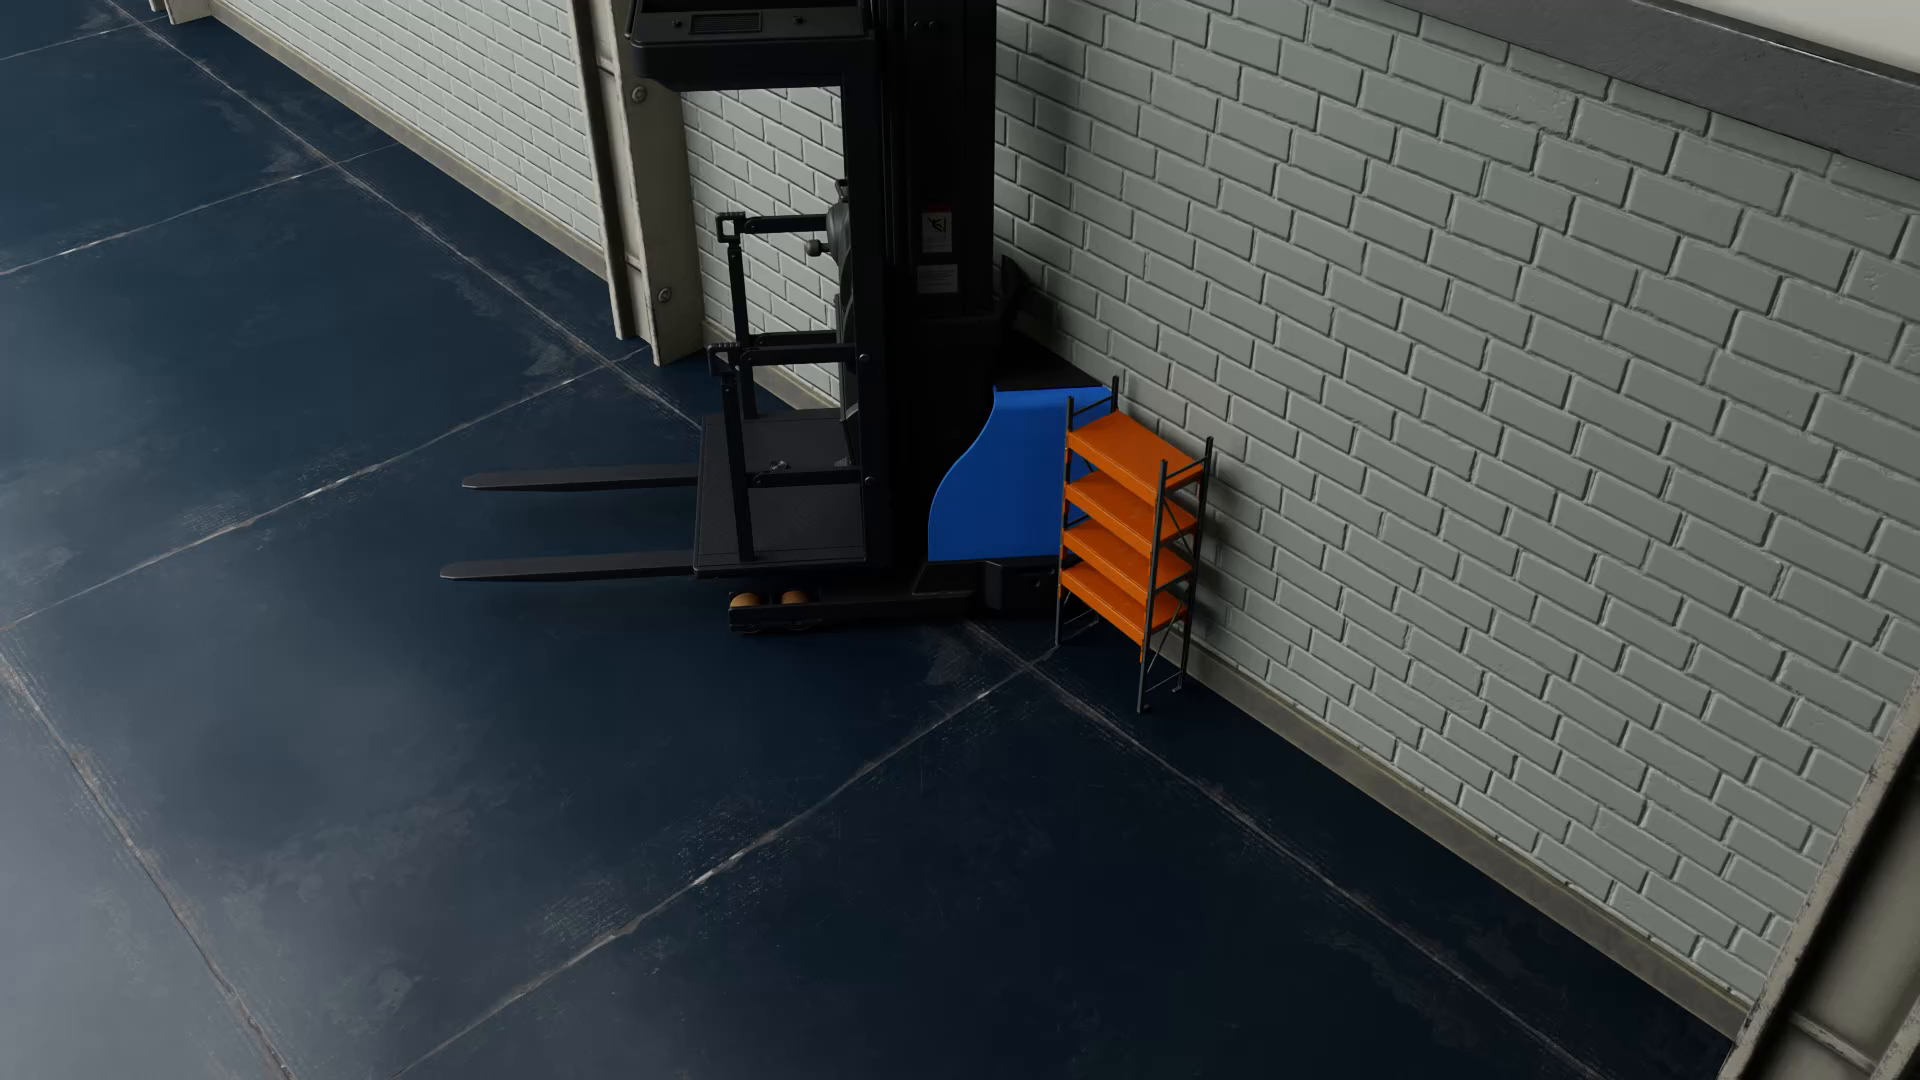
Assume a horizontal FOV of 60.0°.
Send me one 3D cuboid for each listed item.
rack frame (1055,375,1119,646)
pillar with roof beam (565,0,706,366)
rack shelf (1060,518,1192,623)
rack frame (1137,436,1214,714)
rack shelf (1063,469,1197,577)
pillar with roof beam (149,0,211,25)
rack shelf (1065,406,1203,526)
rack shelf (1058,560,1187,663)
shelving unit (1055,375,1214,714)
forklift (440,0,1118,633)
[{"bbox_3d":[0.483,-0.088,6.405,0.240,1.200,0.015,-26,46,-29],"label":"rack frame"},{"bbox_3d":[-4.694,-2.694,3.424,9.100,9.000,0.400,-30,48,-32],"label":"pillar with roof beam"},{"bbox_3d":[0.633,0.085,6.297,0.258,0.148,0.480,-26,46,-29],"label":"rack shelf"},{"bbox_3d":[0.783,0.153,6.105,0.240,1.200,0.015,-26,46,-29],"label":"rack frame"},{"bbox_3d":[0.633,-0.089,6.157,0.258,0.148,0.480,-26,46,-29],"label":"rack shelf"},{"bbox_3d":[-8.752,-5.471,6.862,9.100,9.000,0.400,-30,48,-32],"label":"pillar with roof beam"},{"bbox_3d":[0.633,-0.273,6.008,0.258,0.148,0.480,-26,46,-29],"label":"rack shelf"},{"bbox_3d":[0.633,0.239,6.422,0.258,0.148,0.480,-26,46,-29],"label":"rack shelf"},{"bbox_3d":[0.633,0.033,6.255,0.258,1.200,0.503,-26,46,-29],"label":"shelving unit"},{"bbox_3d":[-0.620,-1.107,6.288,3.031,2.935,1.130,-3,39,-4],"label":"forklift"}]
